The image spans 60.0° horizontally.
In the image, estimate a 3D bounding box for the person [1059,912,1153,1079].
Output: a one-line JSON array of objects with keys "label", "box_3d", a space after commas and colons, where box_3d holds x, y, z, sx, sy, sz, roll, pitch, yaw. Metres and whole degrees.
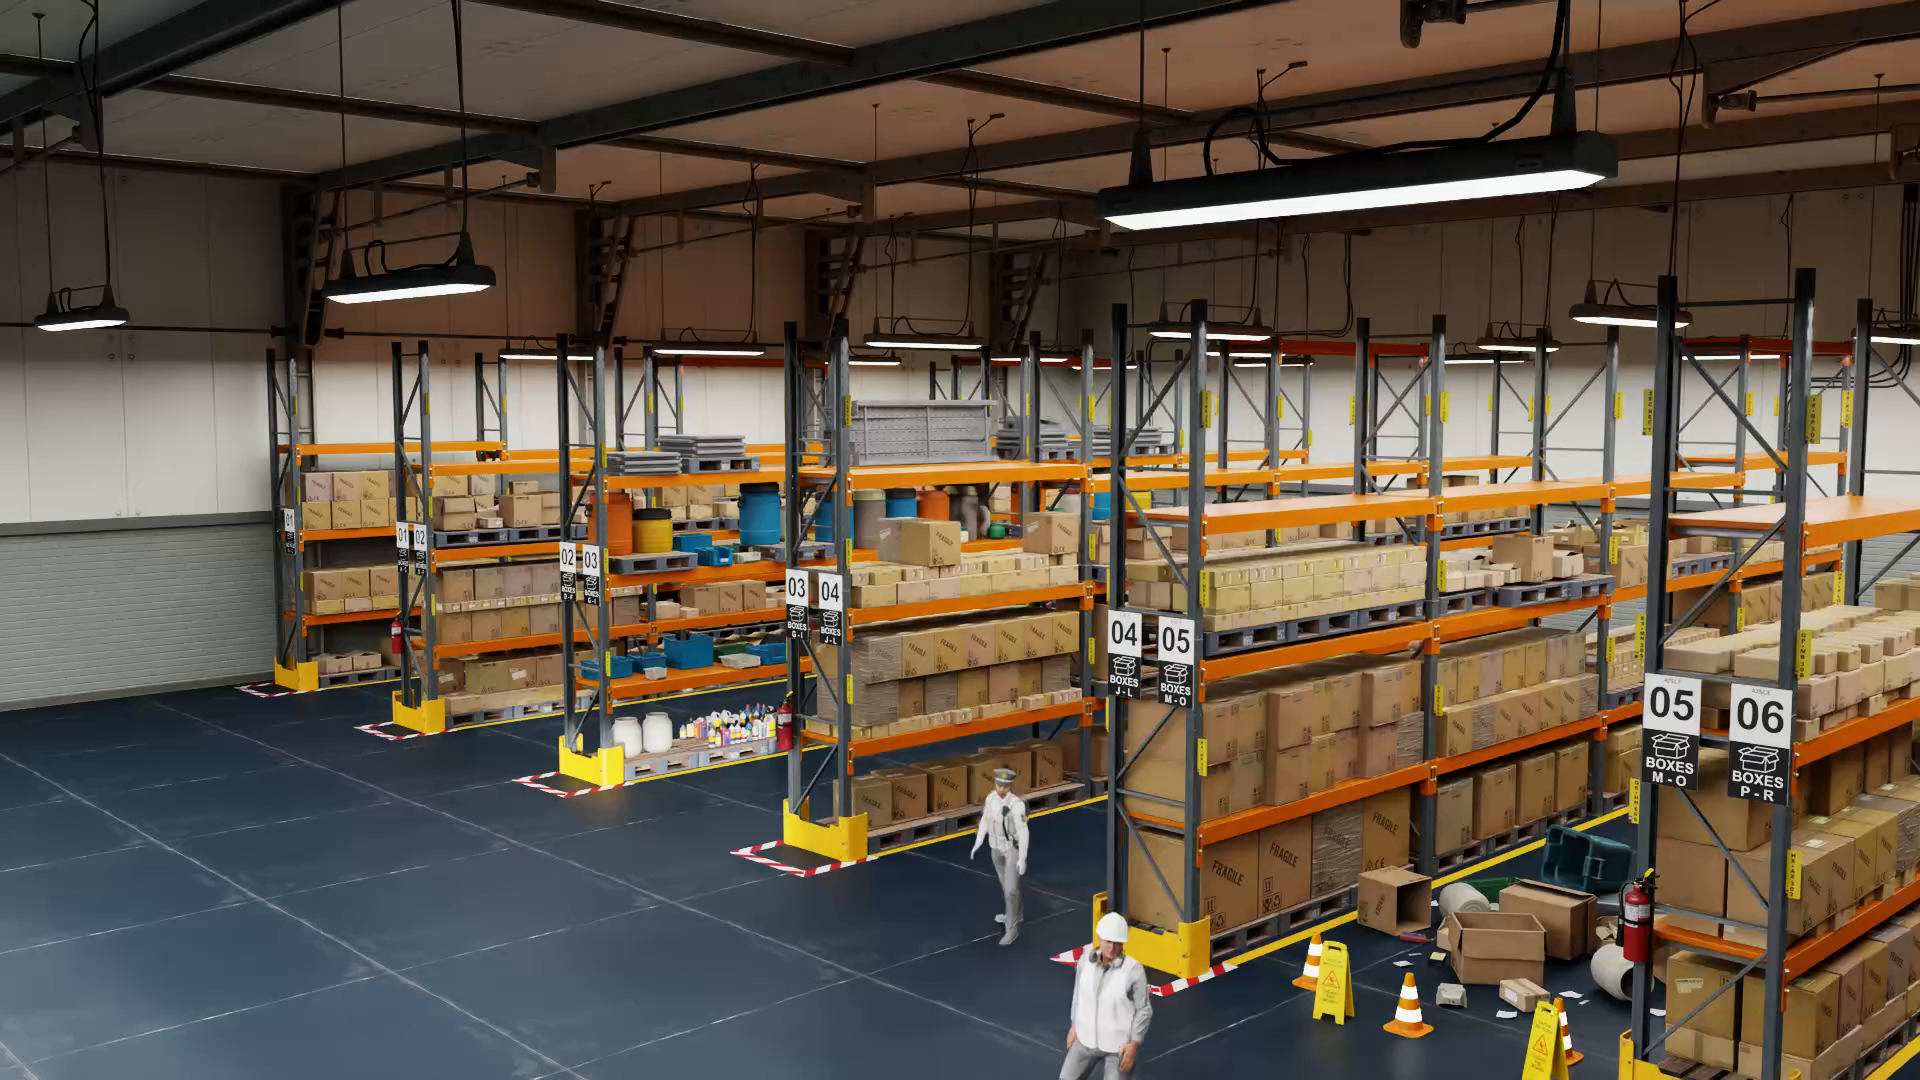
[{"label": "person", "box_3d": [0.913, 3.337, 11.098, 0.772, 1.743, 0.582, 3, 6, 27]}]

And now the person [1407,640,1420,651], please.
[{"label": "person", "box_3d": [6.425, 2.251, 23.628, 0.817, 1.737, 0.712, -4, 6, -40]}]

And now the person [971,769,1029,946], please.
[{"label": "person", "box_3d": [0.458, 2.983, 15.962, 0.613, 1.659, 0.614, -4, 7, -42]}]
